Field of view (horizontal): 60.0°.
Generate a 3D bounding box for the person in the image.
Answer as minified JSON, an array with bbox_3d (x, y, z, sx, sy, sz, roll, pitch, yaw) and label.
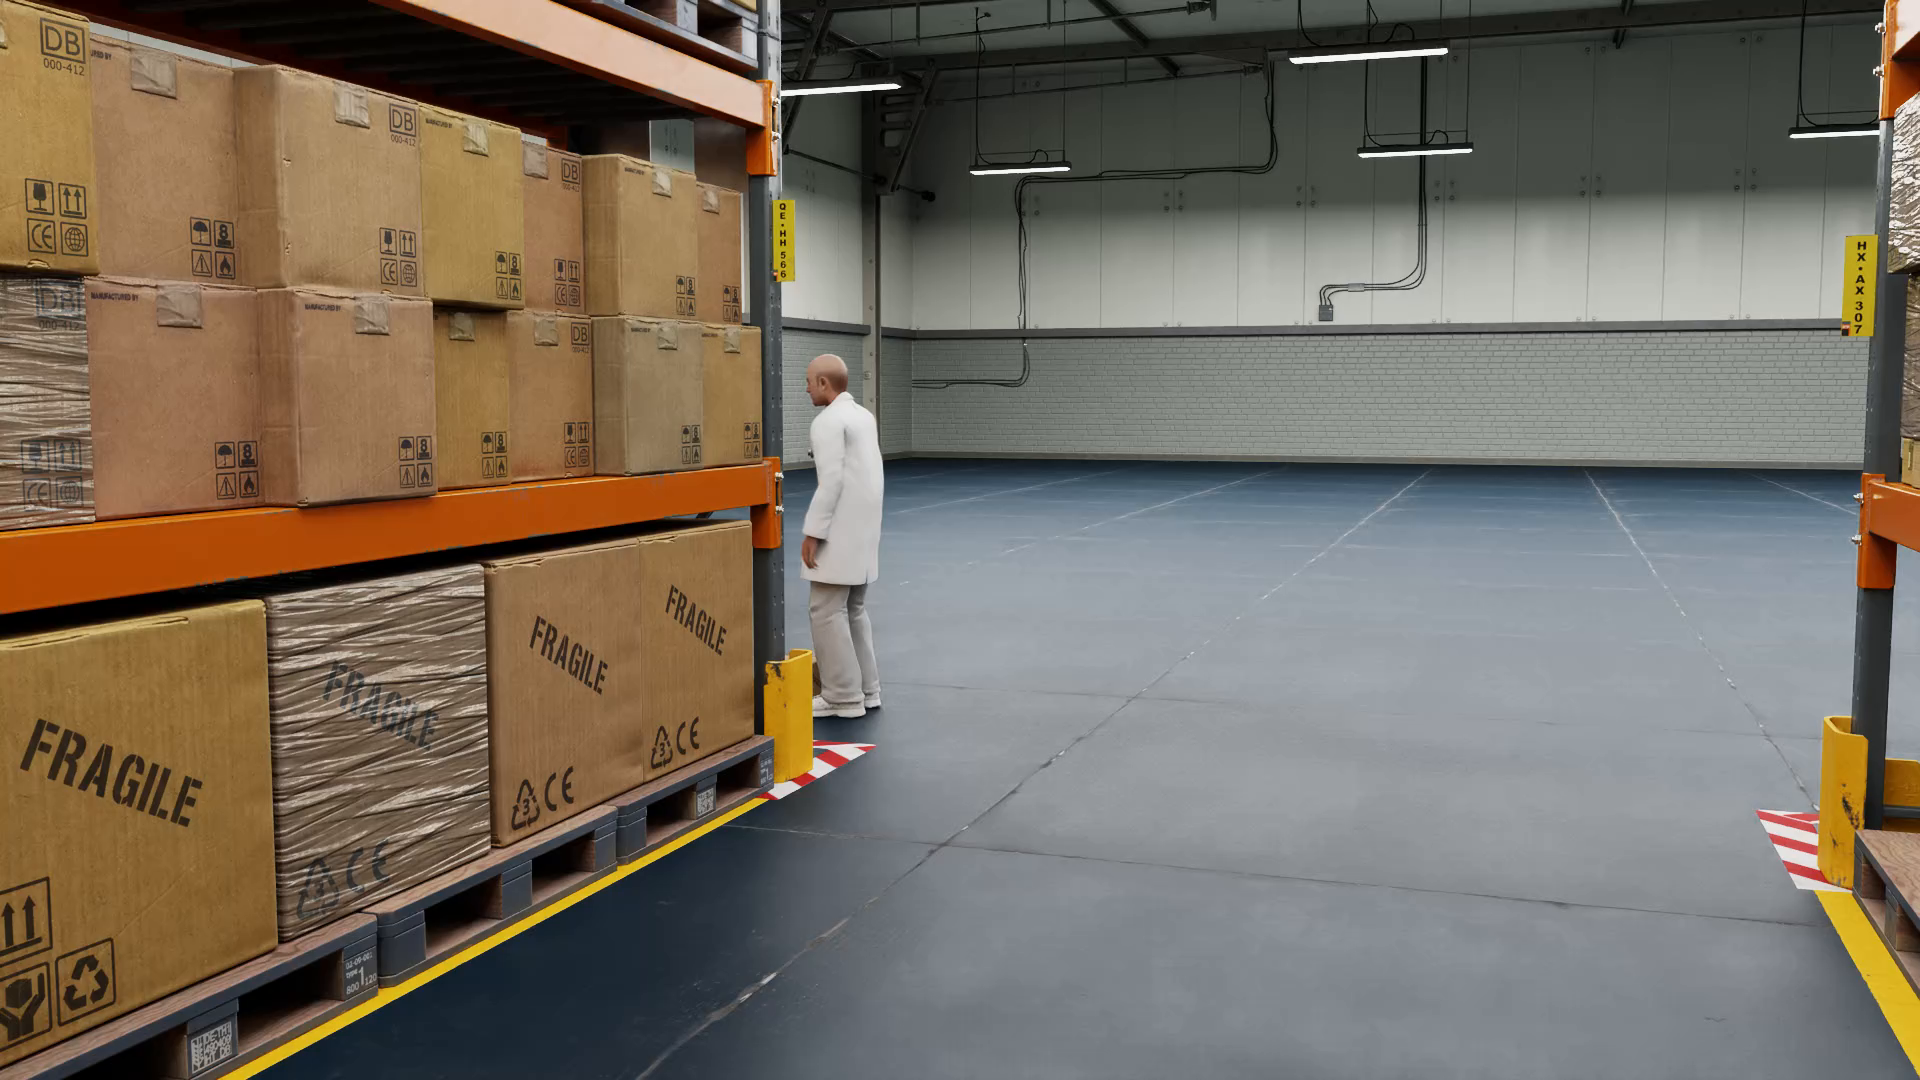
[{"bbox_3d":[-0.596,-0.026,8.221,0.423,1.775,0.643,2,5,19],"label":"person"}]
